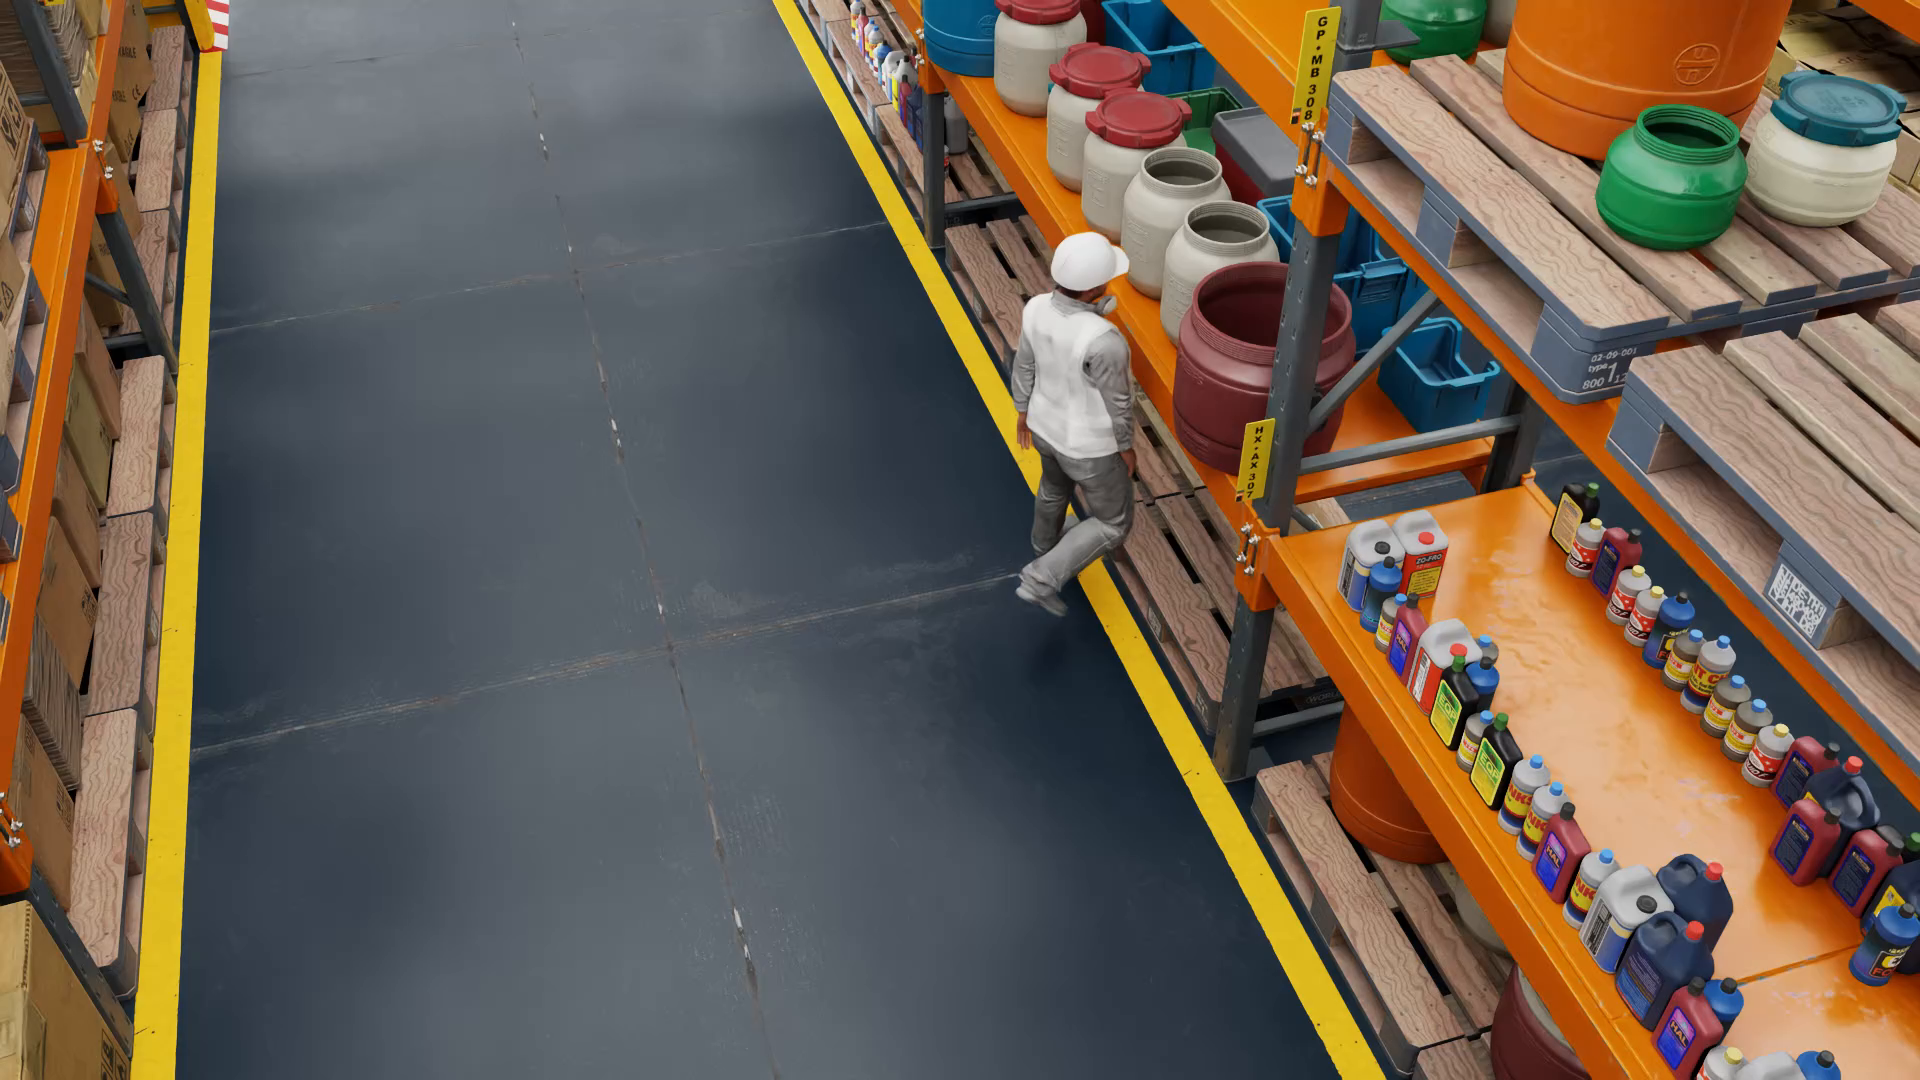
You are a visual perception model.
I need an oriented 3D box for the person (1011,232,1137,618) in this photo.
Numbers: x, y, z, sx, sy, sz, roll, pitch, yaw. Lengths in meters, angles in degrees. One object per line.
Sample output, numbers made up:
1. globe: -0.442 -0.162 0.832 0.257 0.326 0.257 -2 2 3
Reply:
1. person: 0.414 -0.455 6.626 0.656 1.763 0.622 -25 48 -26
